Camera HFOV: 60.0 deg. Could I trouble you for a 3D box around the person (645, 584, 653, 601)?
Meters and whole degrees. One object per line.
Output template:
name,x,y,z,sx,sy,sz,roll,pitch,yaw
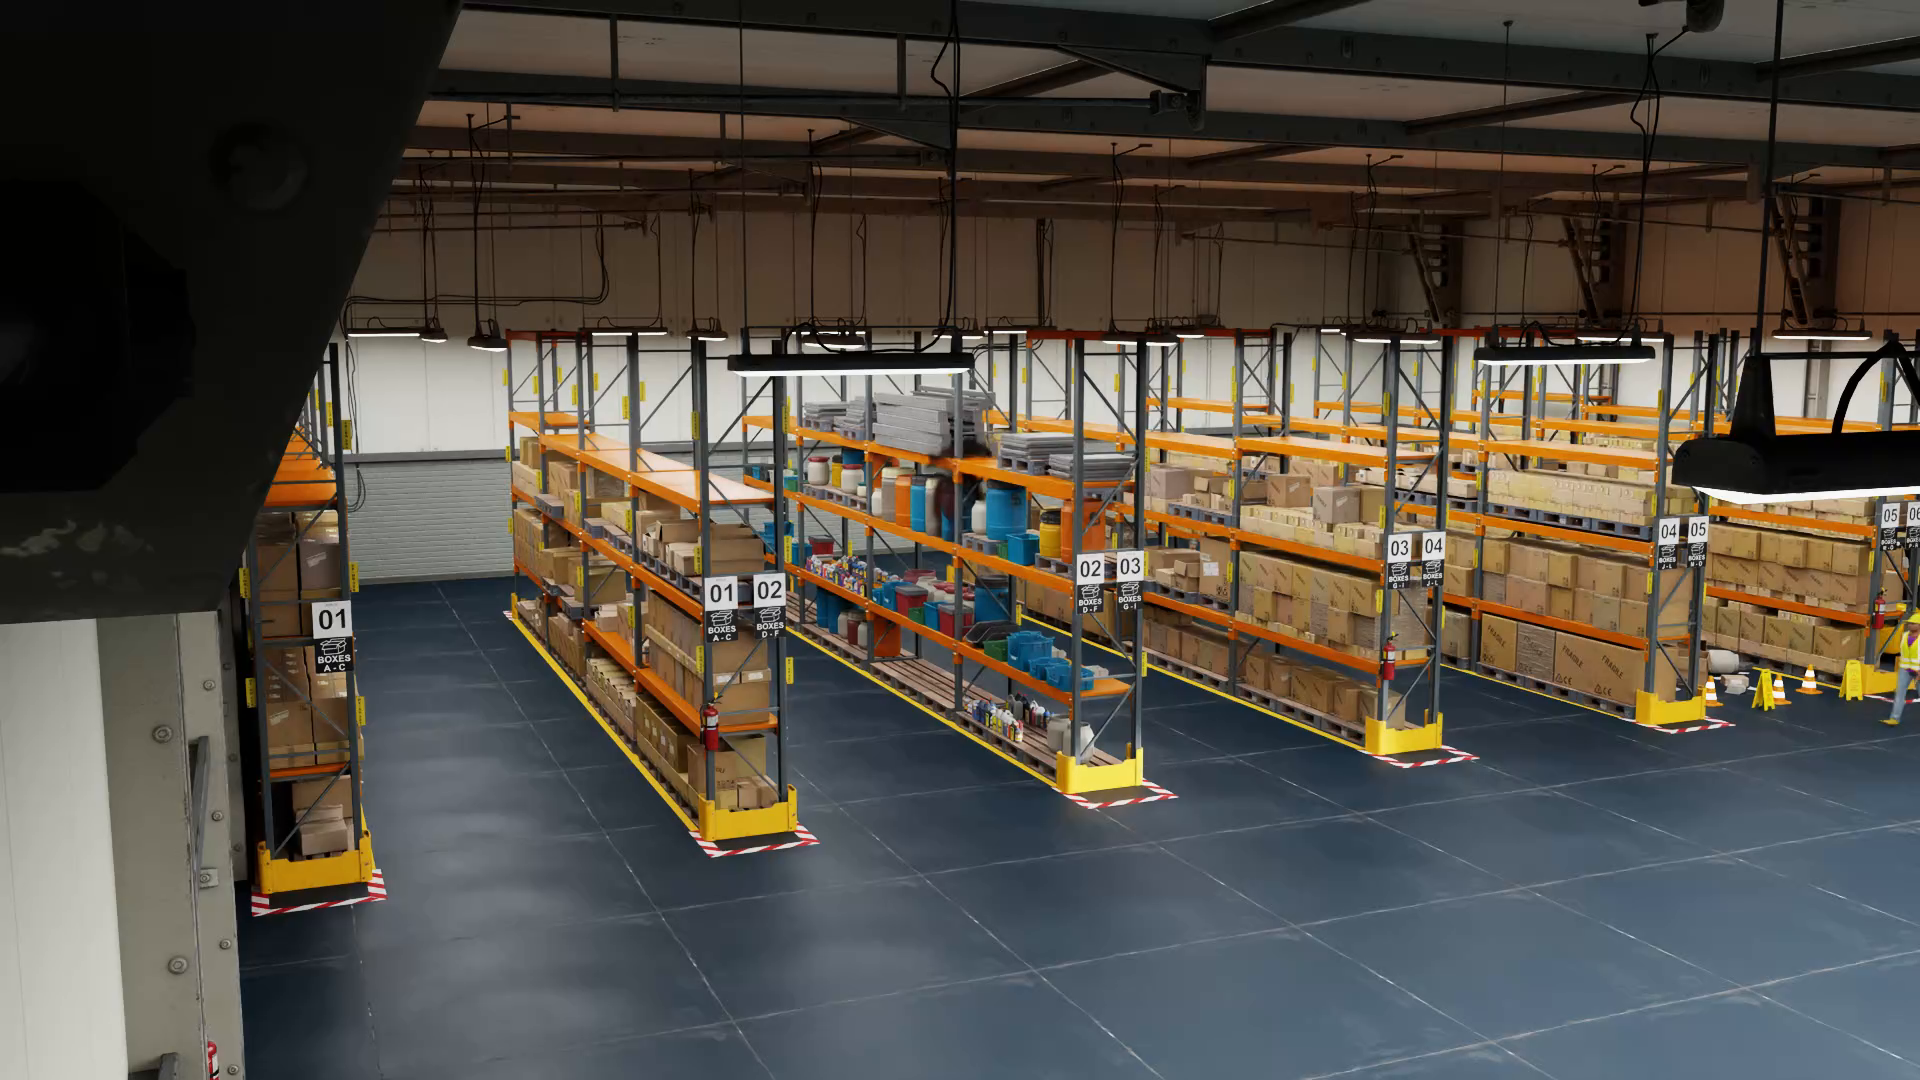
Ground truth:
person,-6.021,0.984,32.874,0.410,1.788,0.632,0,8,-1

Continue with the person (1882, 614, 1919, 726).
person,14.703,1.999,25.651,1.038,1.735,0.553,-6,10,-39

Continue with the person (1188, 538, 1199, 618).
person,4.791,0.783,34.700,0.599,1.676,0.482,-6,10,-36
